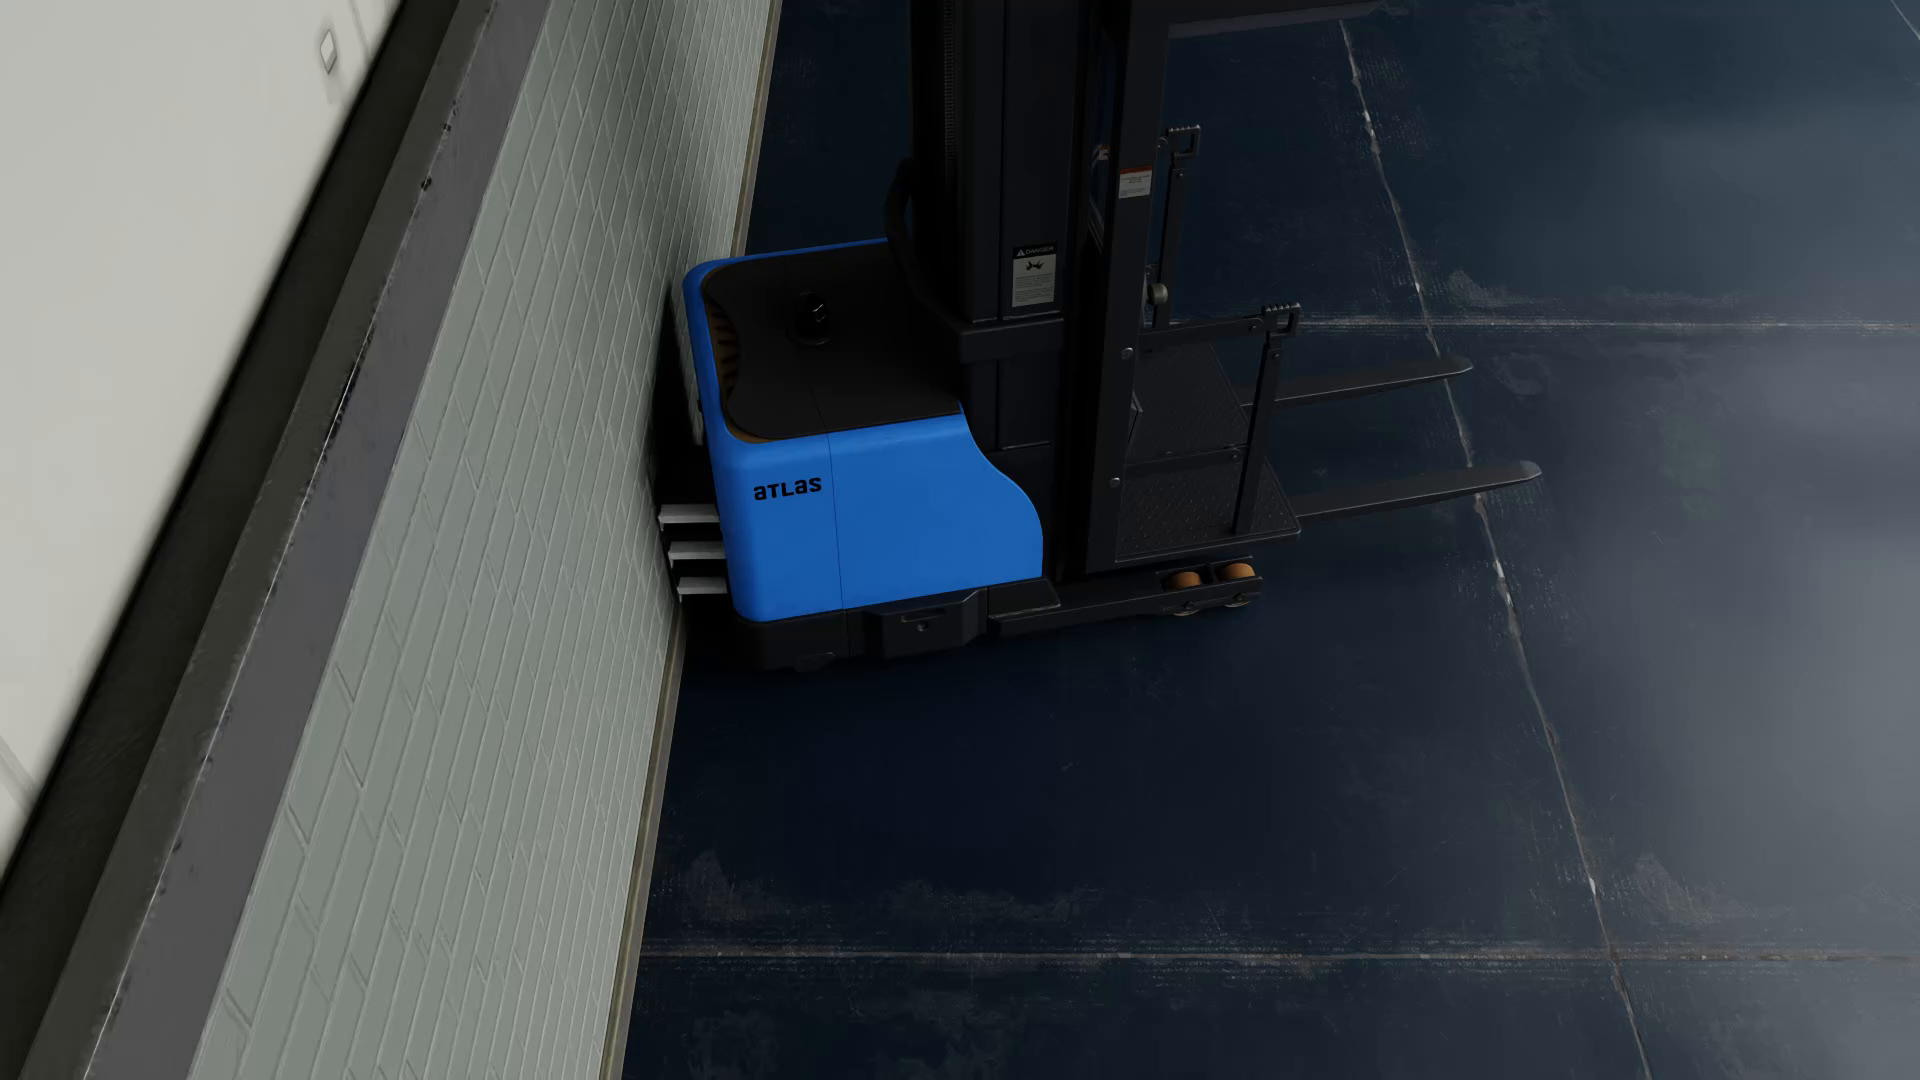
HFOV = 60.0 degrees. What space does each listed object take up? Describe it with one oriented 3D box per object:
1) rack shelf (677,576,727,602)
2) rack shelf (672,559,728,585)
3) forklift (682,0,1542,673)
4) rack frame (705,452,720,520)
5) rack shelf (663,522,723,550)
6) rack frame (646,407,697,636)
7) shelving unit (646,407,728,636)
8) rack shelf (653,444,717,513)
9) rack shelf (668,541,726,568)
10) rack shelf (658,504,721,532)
[{"bbox_3d":[-0.872,0.098,5.836,0.200,0.077,0.258,-1,48,3],"label":"rack shelf"},{"bbox_3d":[-0.876,0.037,5.770,0.200,0.077,0.258,-1,48,3],"label":"rack shelf"},{"bbox_3d":[0.614,-1.097,5.268,3.031,2.935,1.130,-9,48,-8],"label":"forklift"},{"bbox_3d":[-0.780,-0.048,5.674,0.006,0.900,0.240,-1,48,3],"label":"rack frame"},{"bbox_3d":[-0.885,-0.084,5.637,0.200,0.077,0.258,-1,48,3],"label":"rack shelf"},{"bbox_3d":[-0.984,-0.045,5.684,0.006,0.900,0.240,-1,48,3],"label":"rack frame"},{"bbox_3d":[-0.882,-0.046,5.679,0.210,0.900,0.258,-1,48,3],"label":"shelving unit"},{"bbox_3d":[-0.893,-0.206,5.505,0.200,0.077,0.258,-1,48,3],"label":"rack shelf"},{"bbox_3d":[-0.880,-0.024,5.704,0.200,0.077,0.258,-1,48,3],"label":"rack shelf"},{"bbox_3d":[-0.889,-0.145,5.571,0.200,0.077,0.258,-1,48,3],"label":"rack shelf"}]
